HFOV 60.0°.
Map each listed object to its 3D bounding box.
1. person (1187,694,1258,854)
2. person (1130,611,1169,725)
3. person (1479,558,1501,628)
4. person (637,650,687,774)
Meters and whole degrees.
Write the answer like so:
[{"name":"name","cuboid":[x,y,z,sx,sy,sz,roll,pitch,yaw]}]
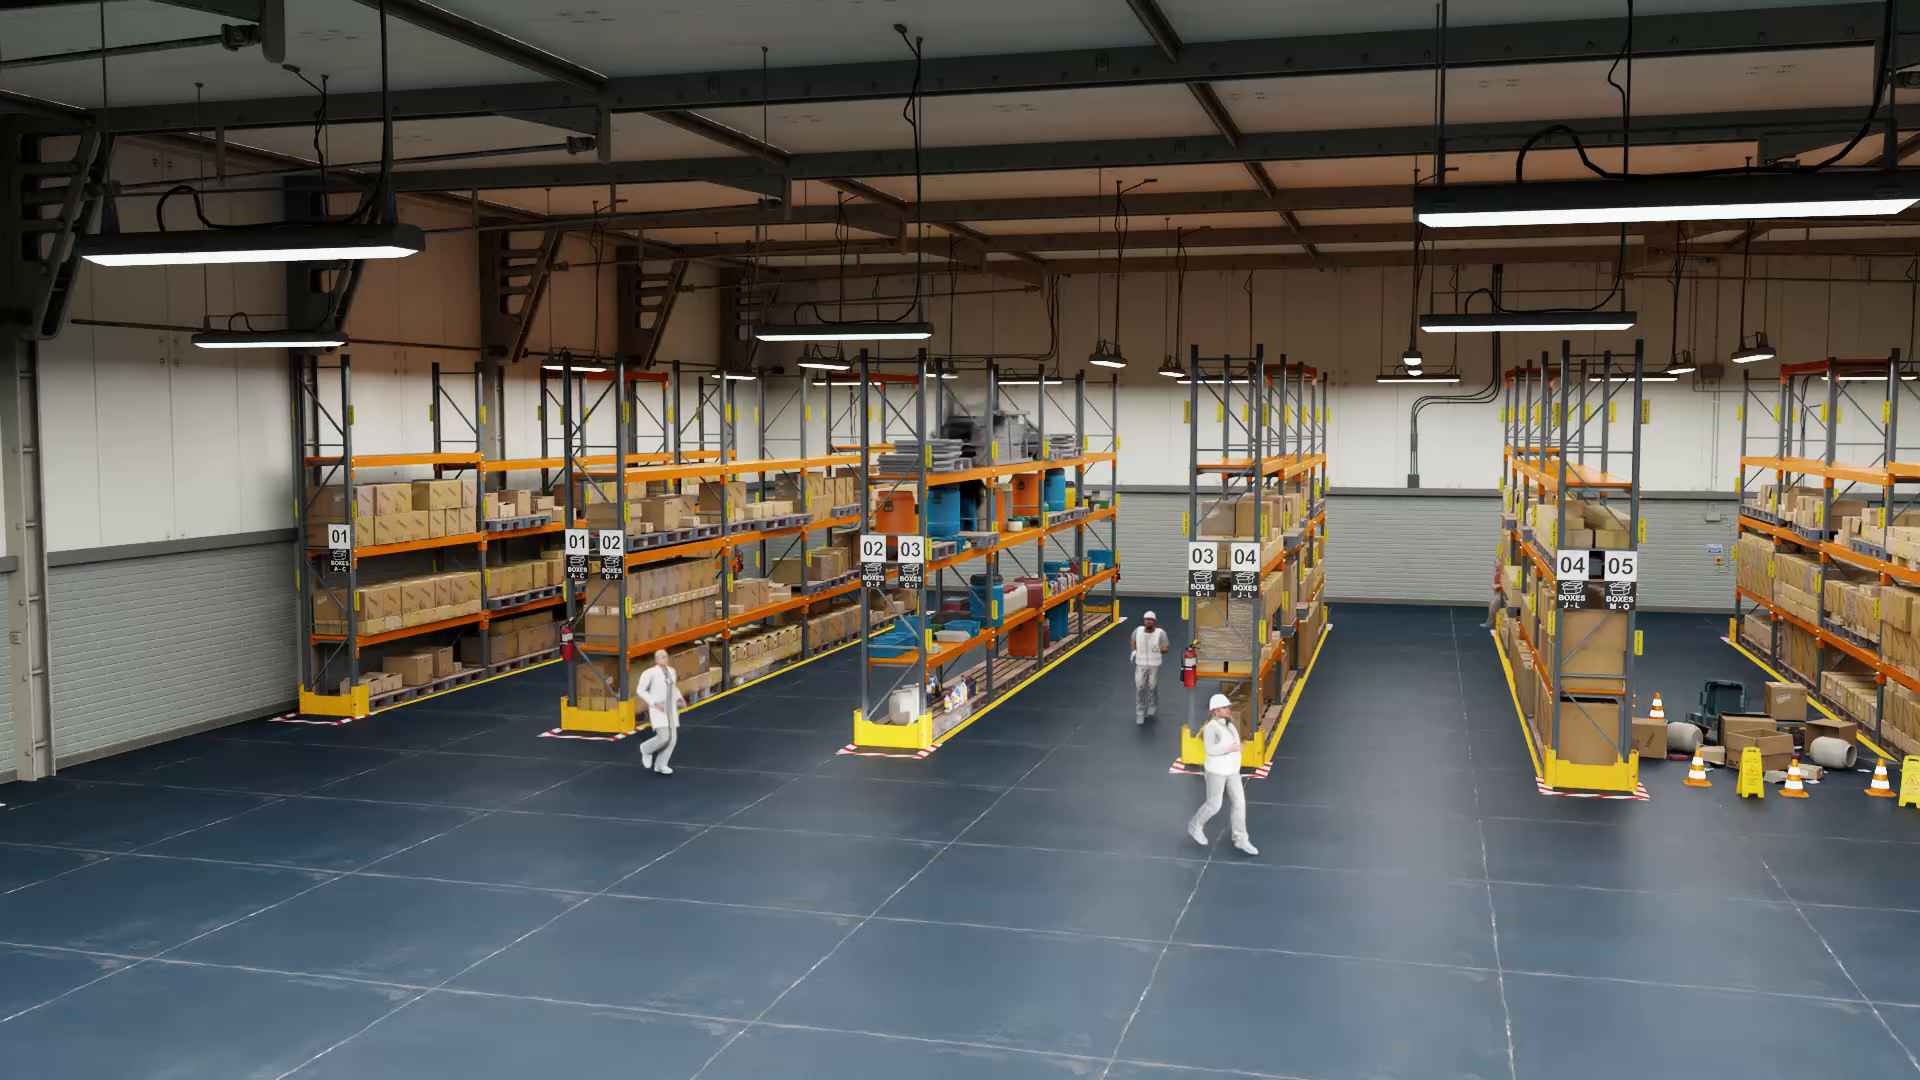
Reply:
[{"name":"person","cuboid":[3.007,2.658,19.041,0.878,1.784,0.651,4,6,45]},{"name":"person","cuboid":[3.089,2.079,27.177,0.659,1.847,0.803,1,4,12]},{"name":"person","cuboid":[12.619,1.233,39.115,0.762,1.671,0.965,1,4,7]},{"name":"person","cuboid":[-4.177,2.391,23.245,0.633,1.730,0.694,3,5,39]}]
